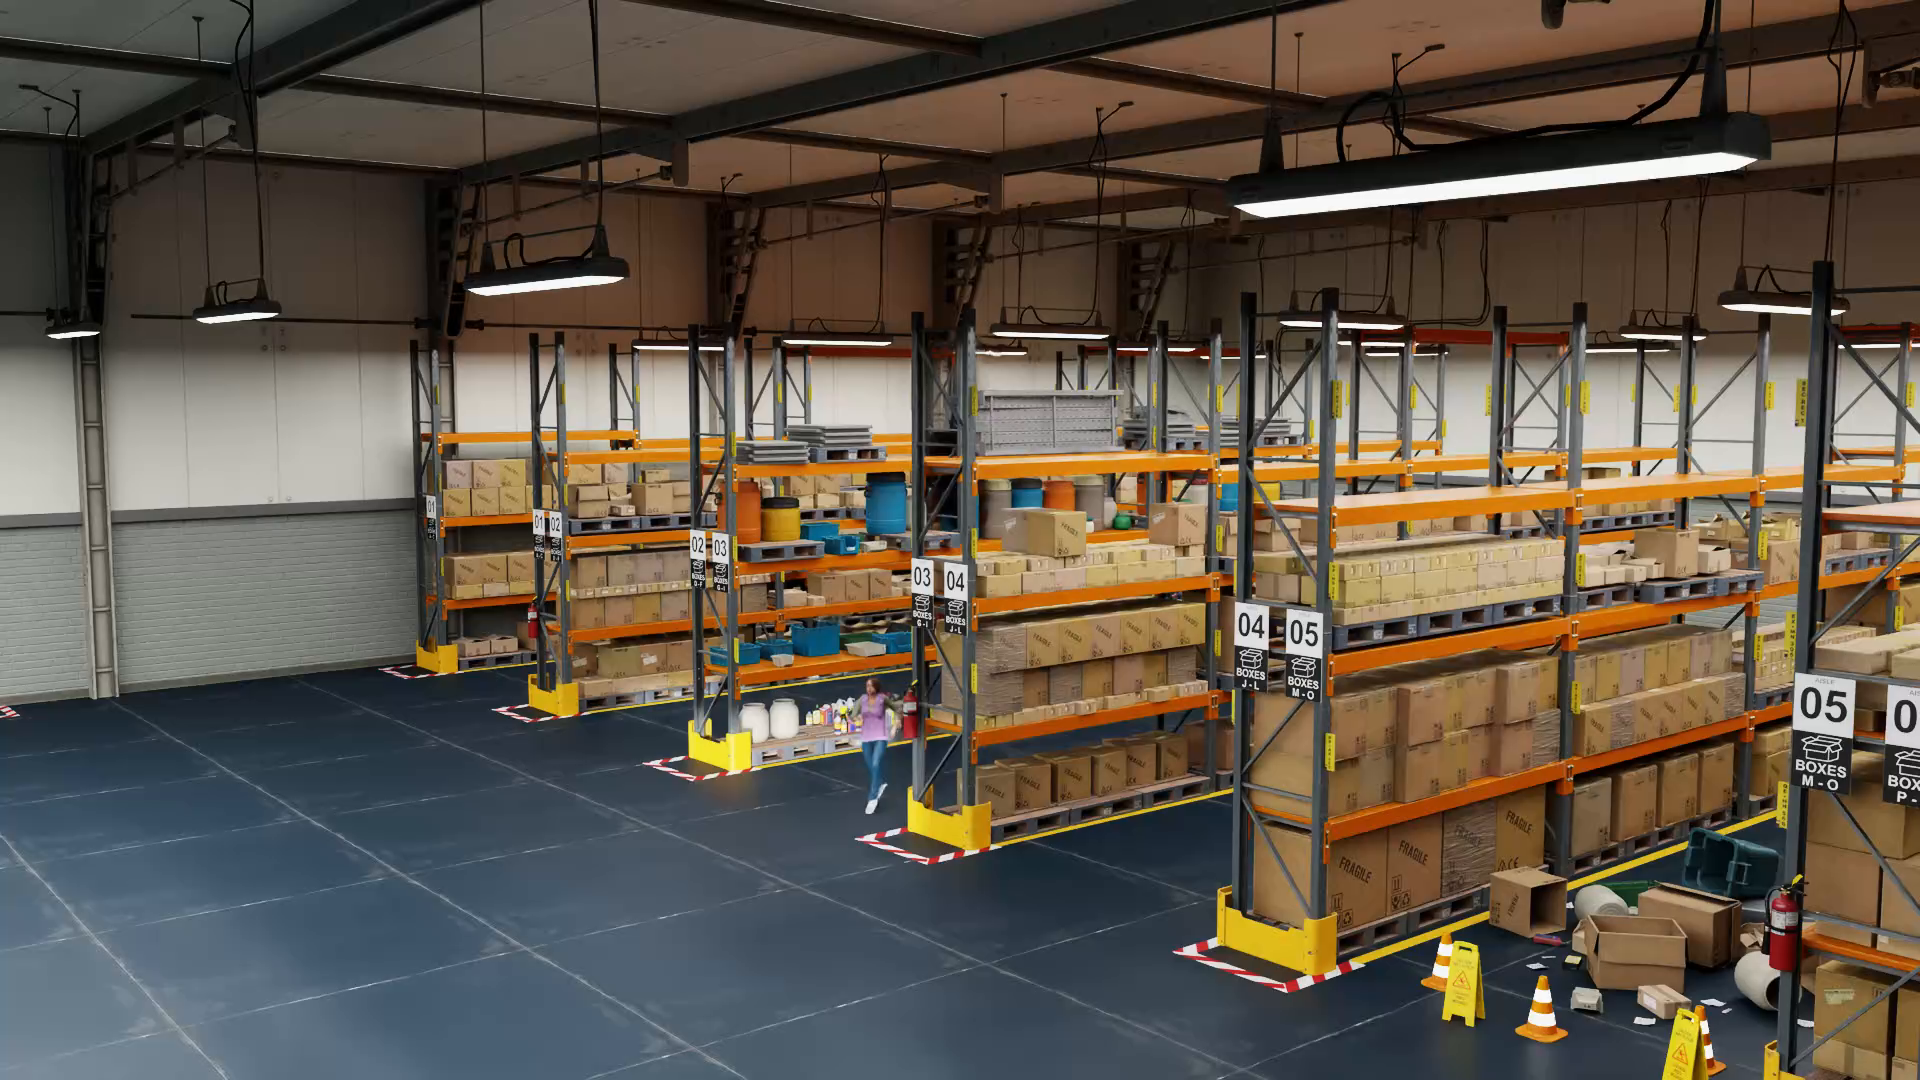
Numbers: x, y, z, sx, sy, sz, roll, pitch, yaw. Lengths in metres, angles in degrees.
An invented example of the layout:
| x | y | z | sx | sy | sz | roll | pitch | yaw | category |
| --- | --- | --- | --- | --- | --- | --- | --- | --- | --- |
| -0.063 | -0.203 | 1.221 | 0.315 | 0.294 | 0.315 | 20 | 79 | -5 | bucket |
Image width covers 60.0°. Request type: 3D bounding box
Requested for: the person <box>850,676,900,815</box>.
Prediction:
| x | y | z | sx | sy | sz | roll | pitch | yaw | category |
| --- | --- | --- | --- | --- | --- | --- | --- | --- | --- |
| -1.049 | 2.468 | 20.380 | 0.565 | 1.631 | 0.778 | 2 | 6 | 19 | person |

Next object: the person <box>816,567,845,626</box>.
| x | y | z | sx | sy | sz | roll | pitch | yaw | category |
| --- | --- | --- | --- | --- | --- | --- | --- | --- | --- |
| -2.549 | 1.243 | 32.765 | 0.648 | 1.847 | 0.773 | 4 | 7 | 37 | person |
